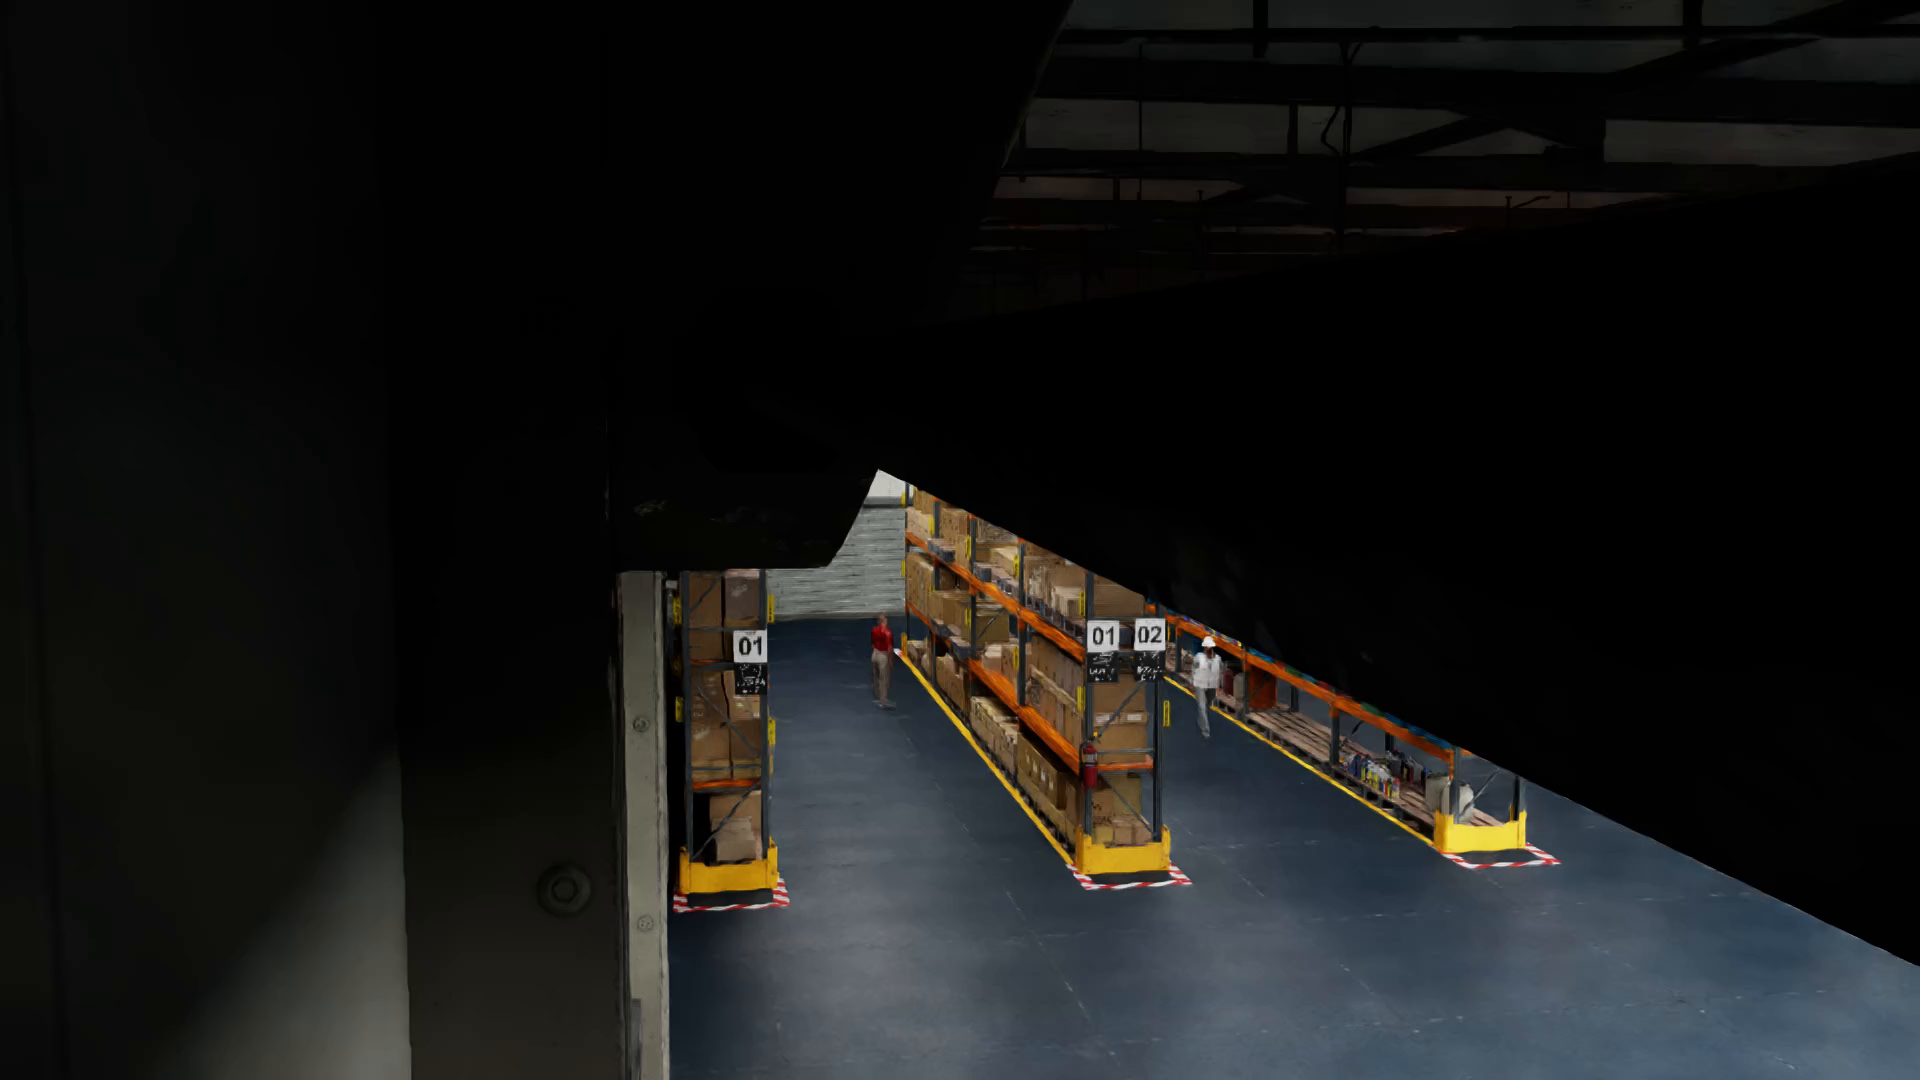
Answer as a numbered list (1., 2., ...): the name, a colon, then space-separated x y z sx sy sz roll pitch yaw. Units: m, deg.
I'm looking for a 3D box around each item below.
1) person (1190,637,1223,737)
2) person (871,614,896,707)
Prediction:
1. person: 4.274 2.474 28.667 0.544 1.647 1.105 -1 6 -11
2. person: -1.413 2.234 31.110 0.449 1.737 0.595 -5 8 -41
